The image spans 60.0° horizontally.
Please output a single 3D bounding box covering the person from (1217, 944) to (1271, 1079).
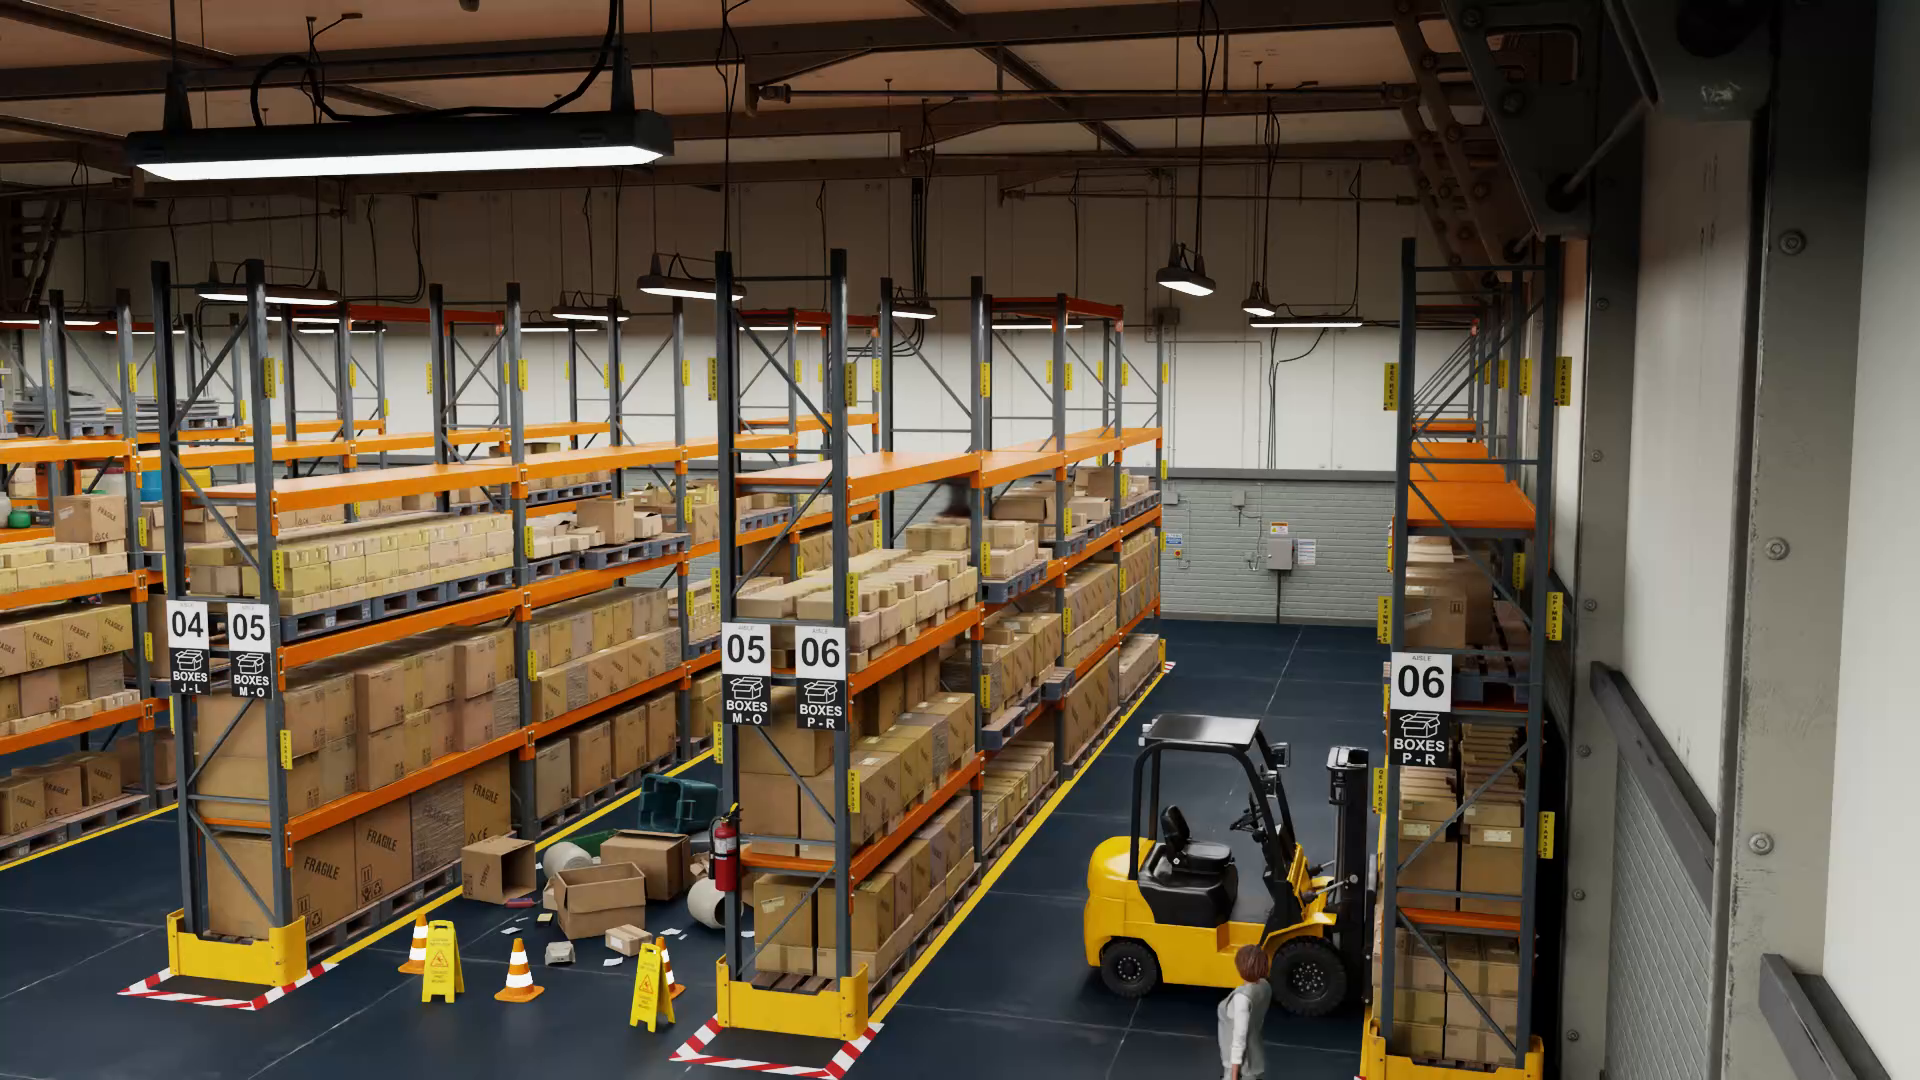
[{"bbox_3d":[1.764,3.273,10.314,0.438,1.591,0.441,0,6,2],"label":"person"}]
